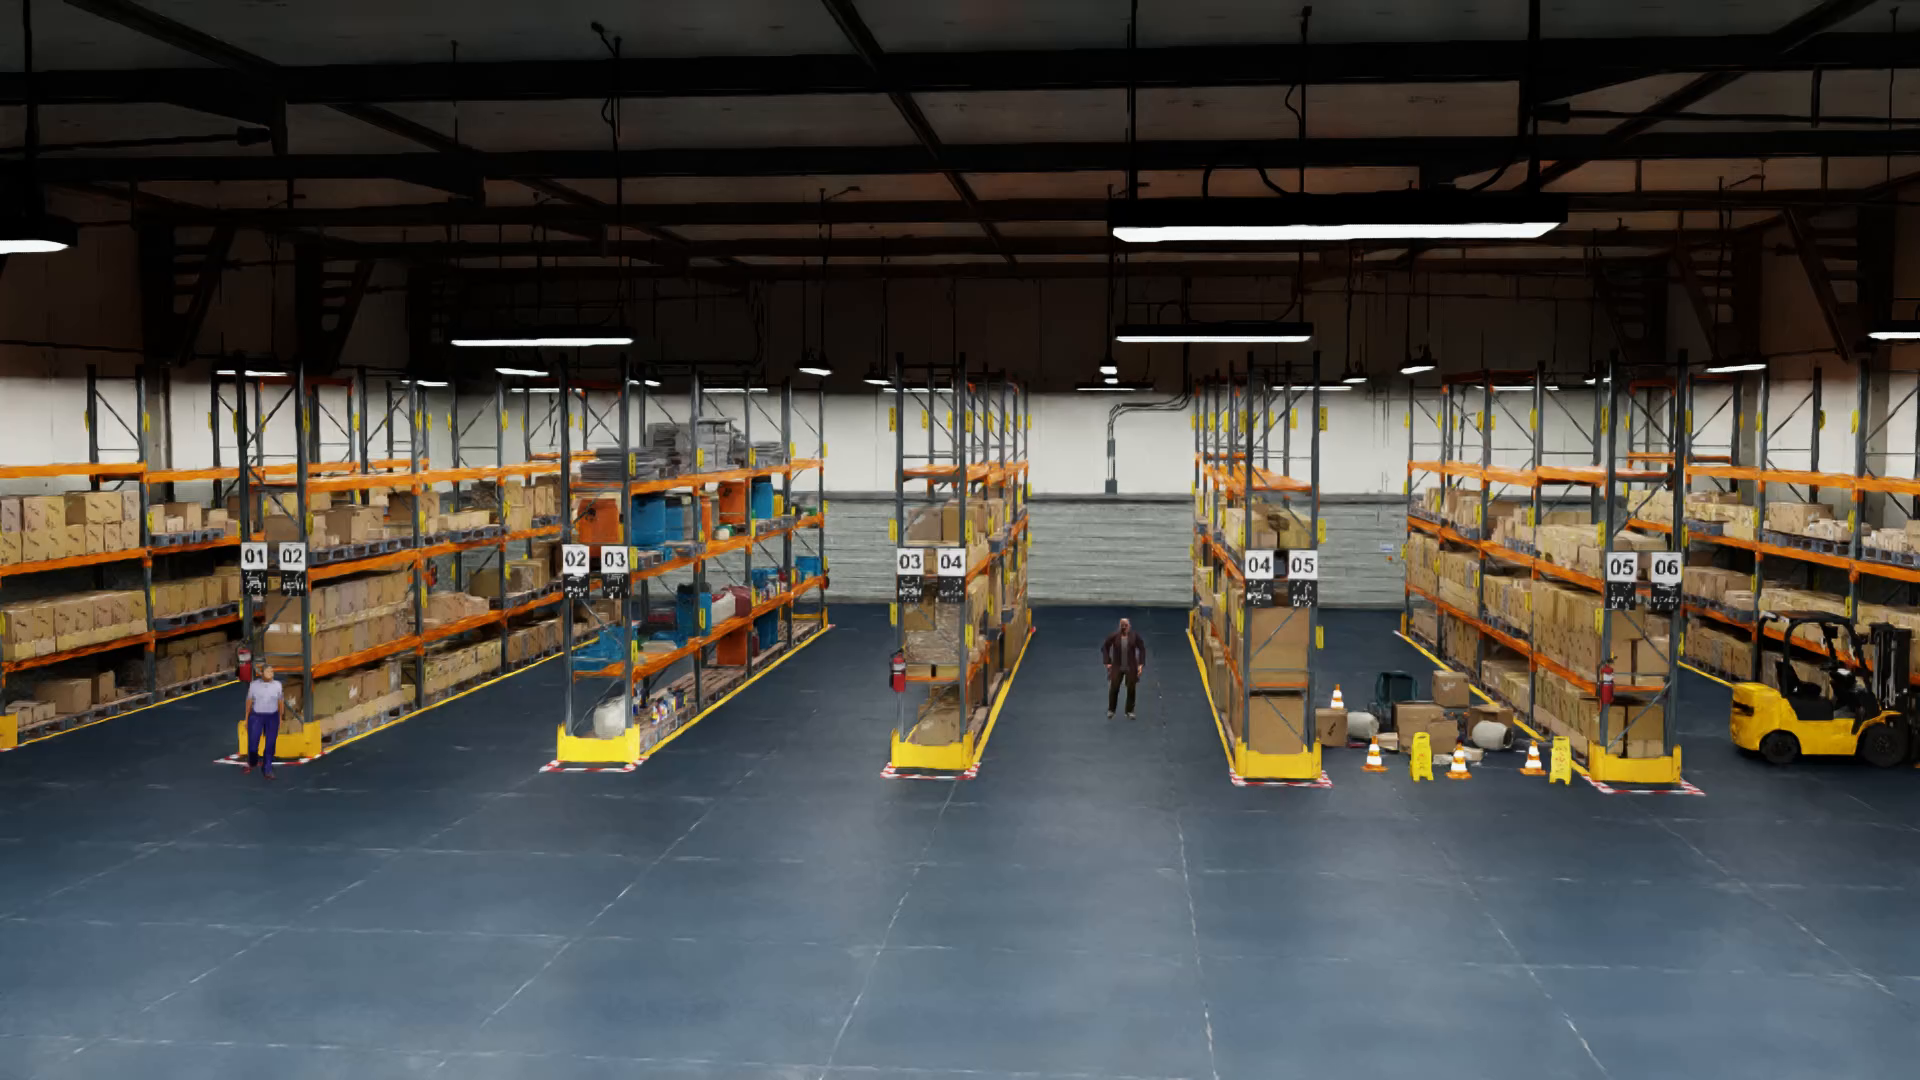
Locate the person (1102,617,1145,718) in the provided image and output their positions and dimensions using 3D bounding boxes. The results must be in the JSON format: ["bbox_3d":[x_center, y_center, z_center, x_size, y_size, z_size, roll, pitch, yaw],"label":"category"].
[{"bbox_3d":[2.753,2.151,28.027,0.729,1.734,0.546,0,4,4],"label":"person"}]

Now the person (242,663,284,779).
[{"bbox_3d":[-9.803,2.534,23.367,0.556,1.629,0.522,-3,5,-32],"label":"person"}]
